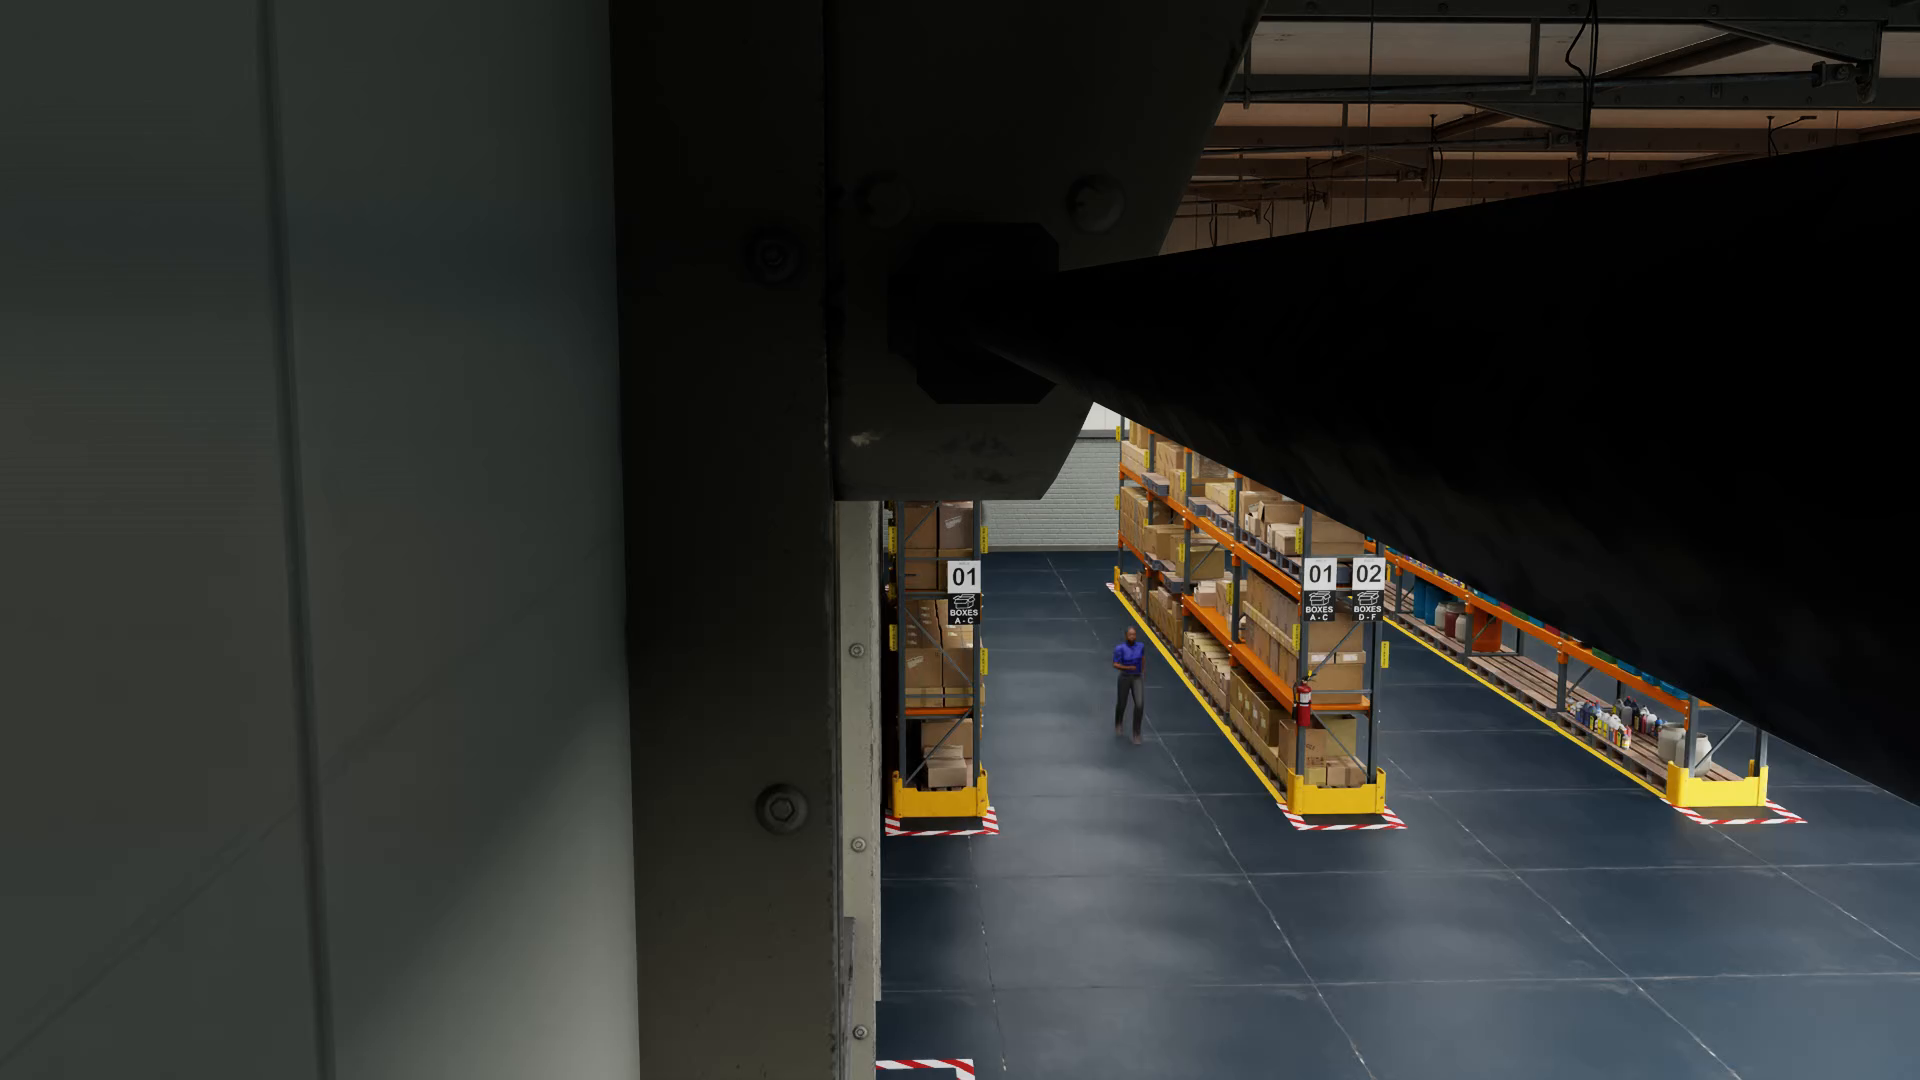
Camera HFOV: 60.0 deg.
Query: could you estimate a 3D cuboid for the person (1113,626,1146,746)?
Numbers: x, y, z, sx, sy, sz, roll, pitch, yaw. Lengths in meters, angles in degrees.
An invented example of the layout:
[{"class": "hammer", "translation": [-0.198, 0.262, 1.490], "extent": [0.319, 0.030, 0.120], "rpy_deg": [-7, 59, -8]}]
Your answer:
[{"class": "person", "translation": [2.448, 2.075, 23.973], "extent": [0.553, 1.715, 0.847], "rpy_deg": [-1, 8, -10]}]
